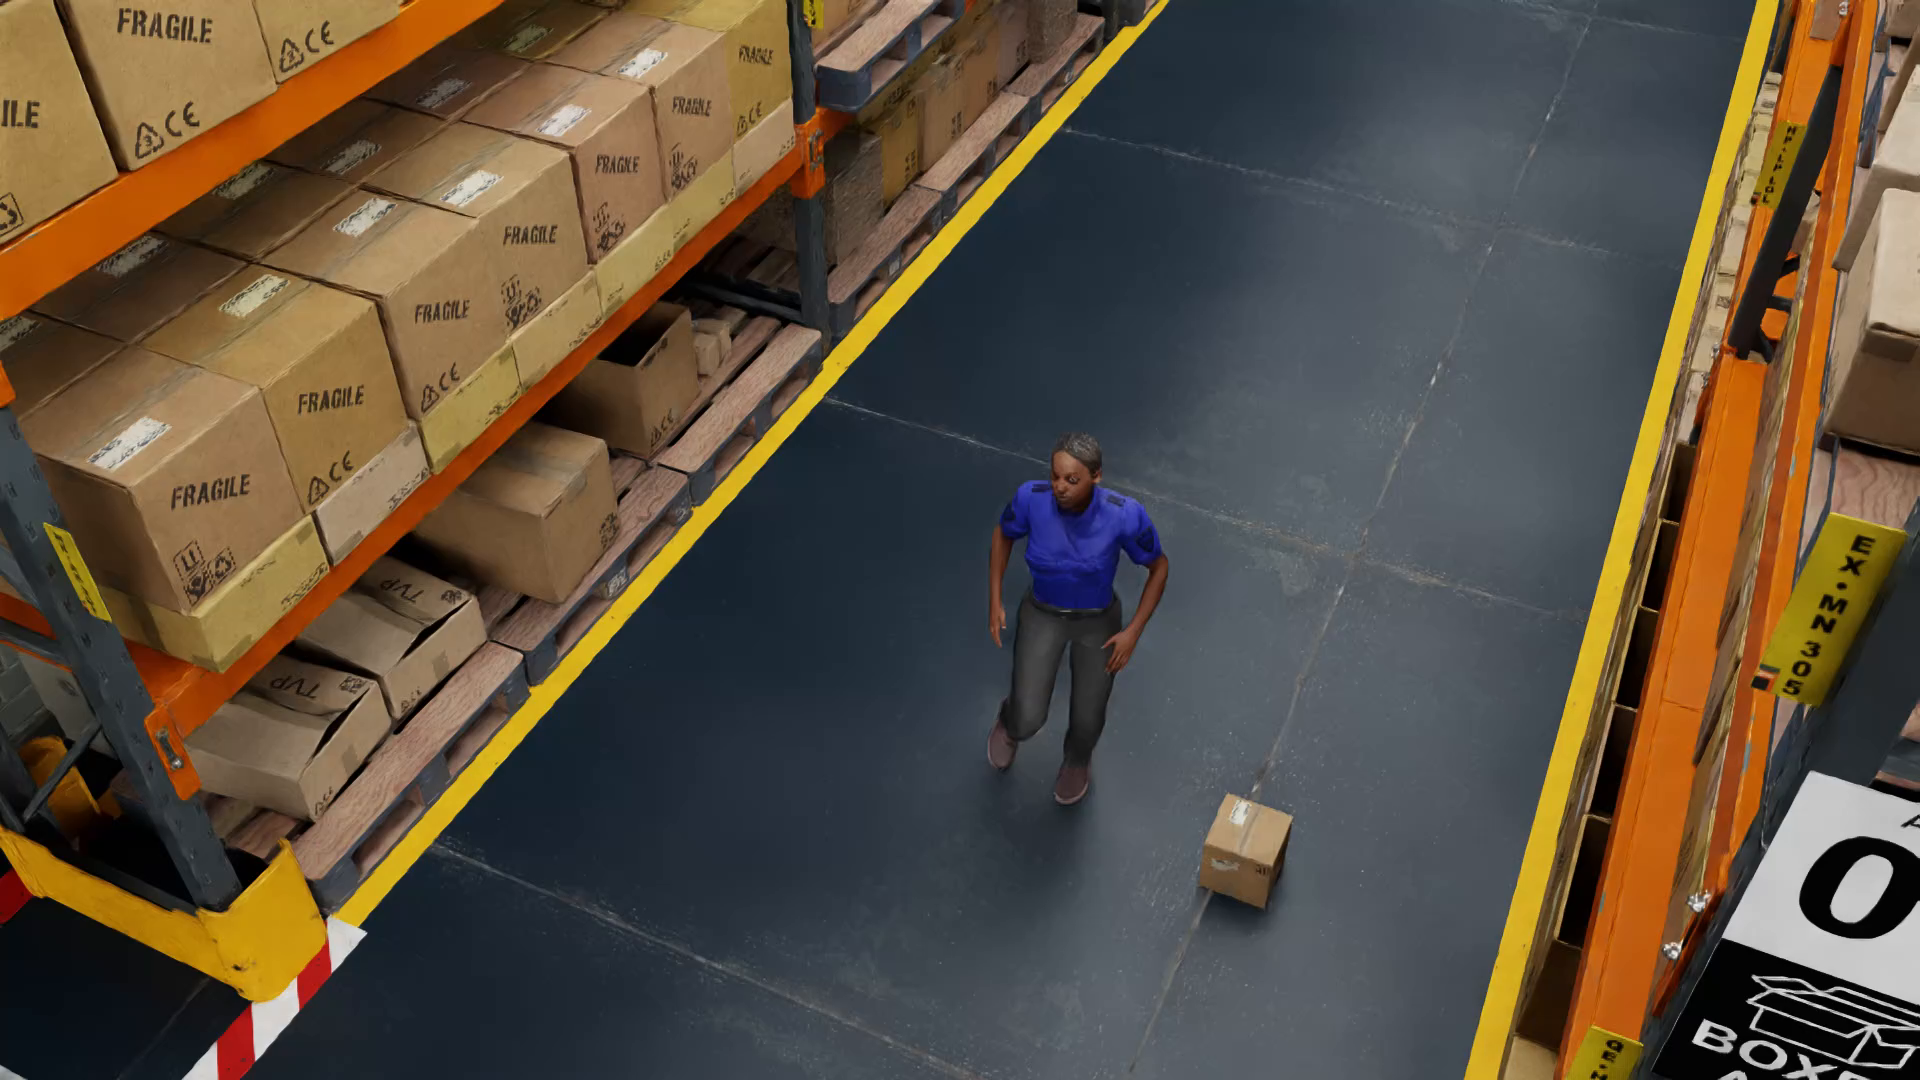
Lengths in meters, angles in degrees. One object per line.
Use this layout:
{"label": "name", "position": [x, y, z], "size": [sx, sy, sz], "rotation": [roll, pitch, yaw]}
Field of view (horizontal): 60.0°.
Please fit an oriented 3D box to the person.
{"label": "person", "position": [0.400, 0.322, 5.842], "size": [0.621, 1.626, 0.472], "rotation": [3, 42, 4]}
